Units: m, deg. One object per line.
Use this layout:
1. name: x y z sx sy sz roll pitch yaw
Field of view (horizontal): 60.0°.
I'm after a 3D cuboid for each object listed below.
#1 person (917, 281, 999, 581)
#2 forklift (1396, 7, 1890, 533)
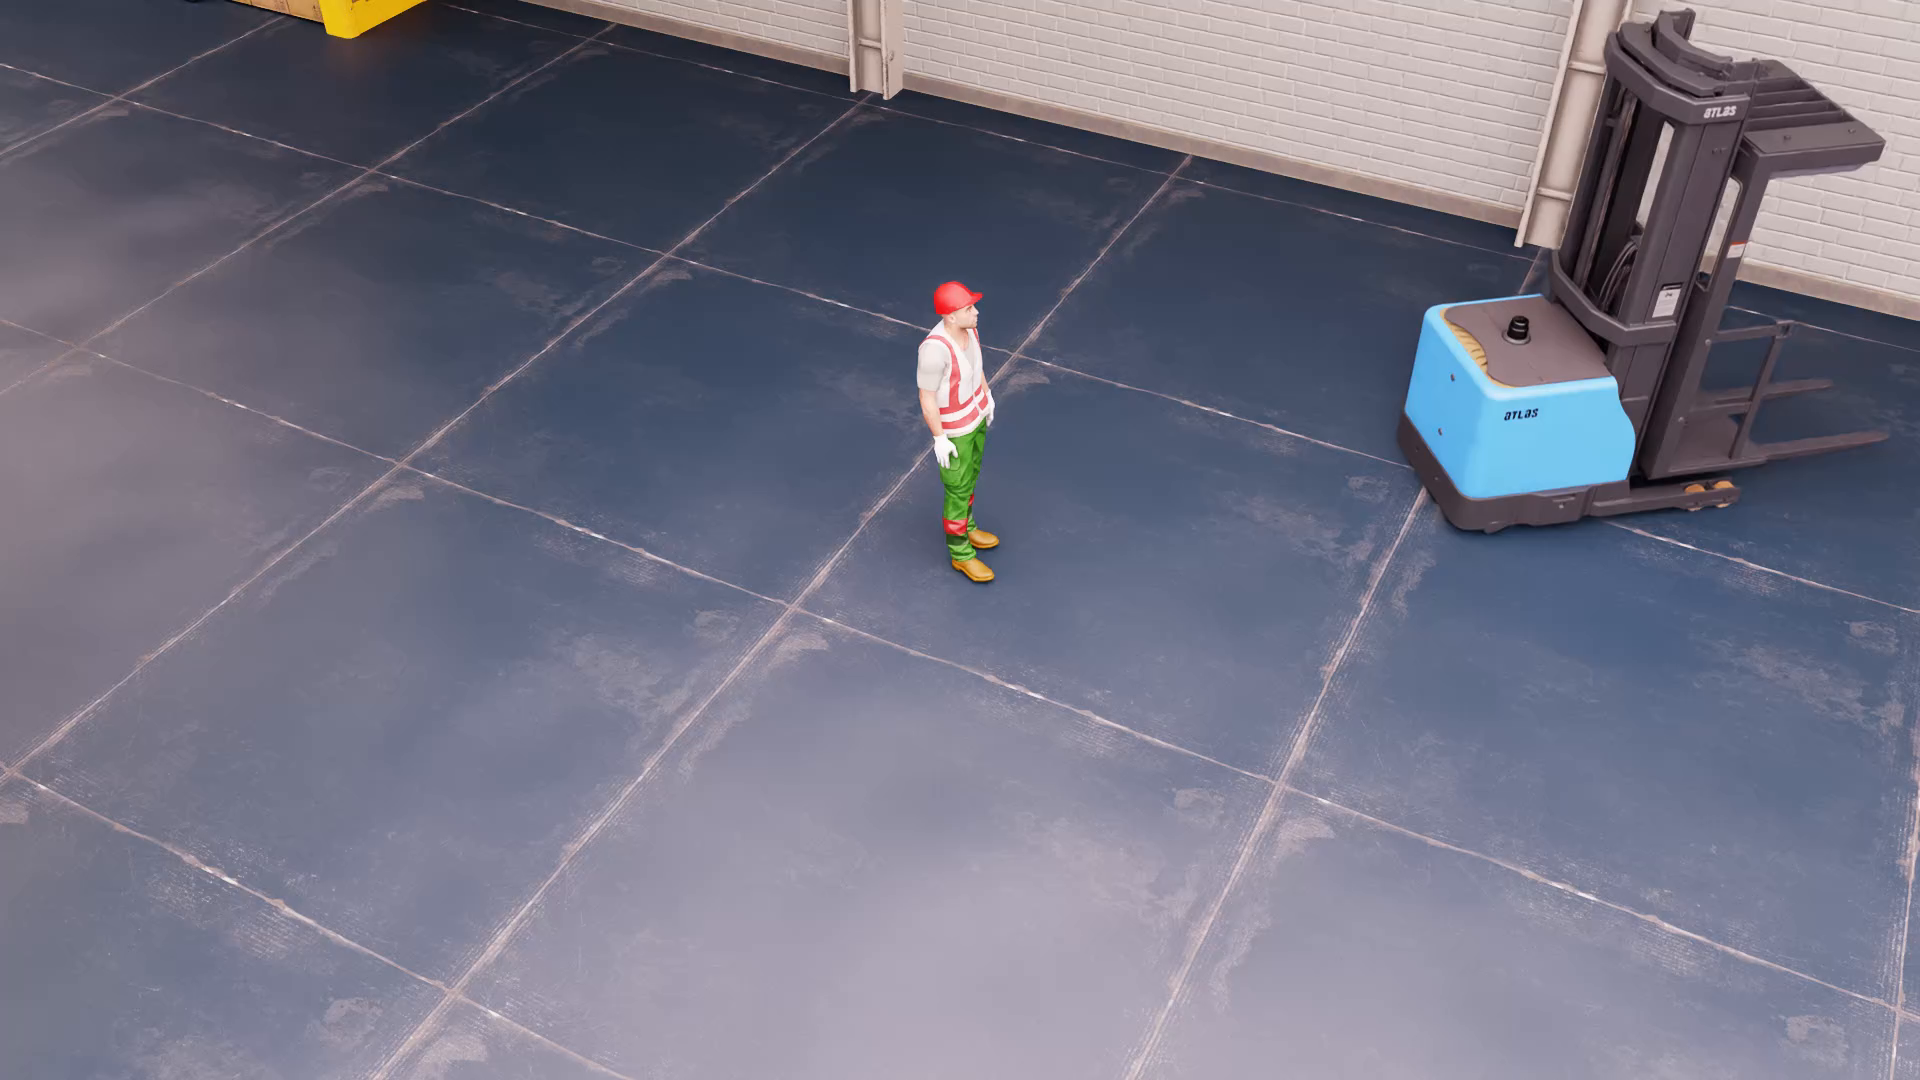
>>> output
1. person: 0.067 -0.660 9.645 0.562 1.789 0.638 18 43 21
2. forklift: 4.438 -1.634 9.926 3.031 2.935 1.130 -7 41 -9
